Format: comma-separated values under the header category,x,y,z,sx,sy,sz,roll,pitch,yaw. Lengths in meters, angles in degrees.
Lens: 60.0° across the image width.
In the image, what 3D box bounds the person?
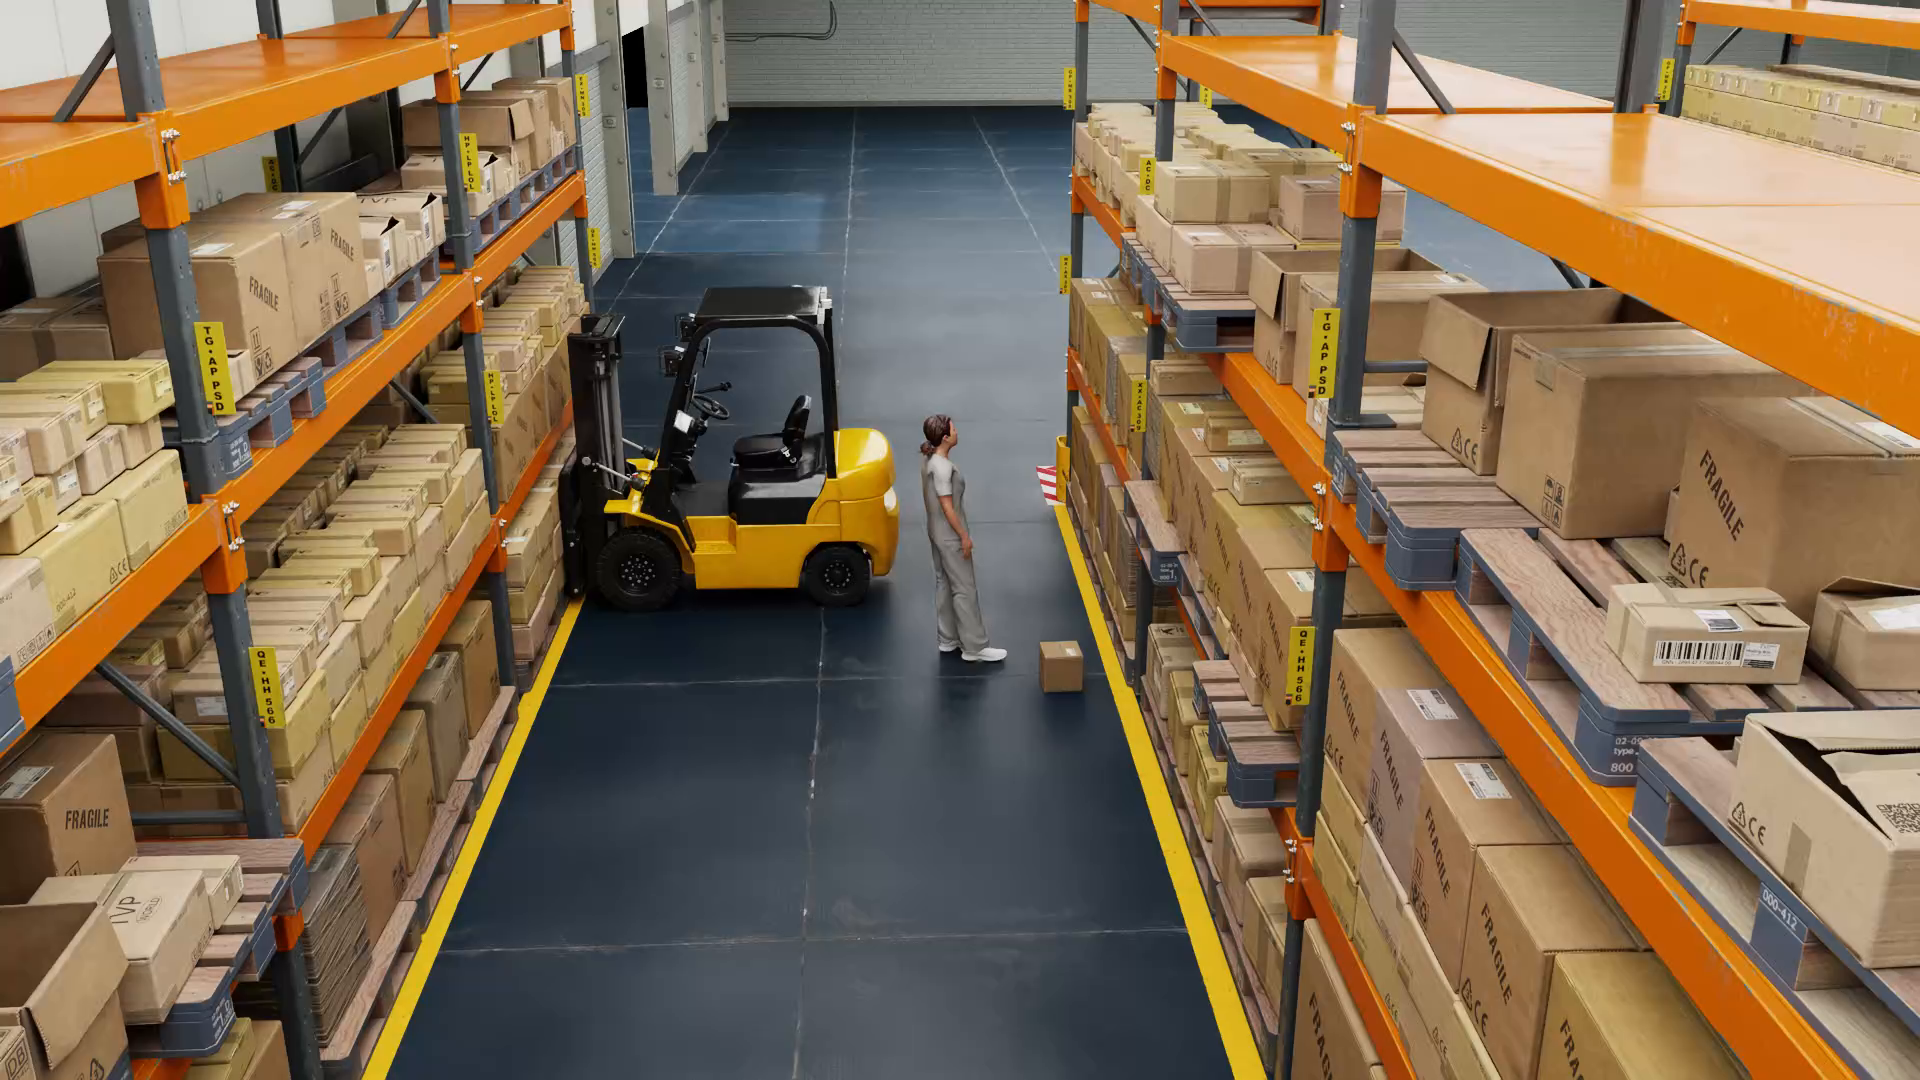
category,x,y,z,sx,sy,sz,roll,pitch,yaw
person,-0.005,-0.036,11.150,0.548,1.674,0.550,-5,21,-14
